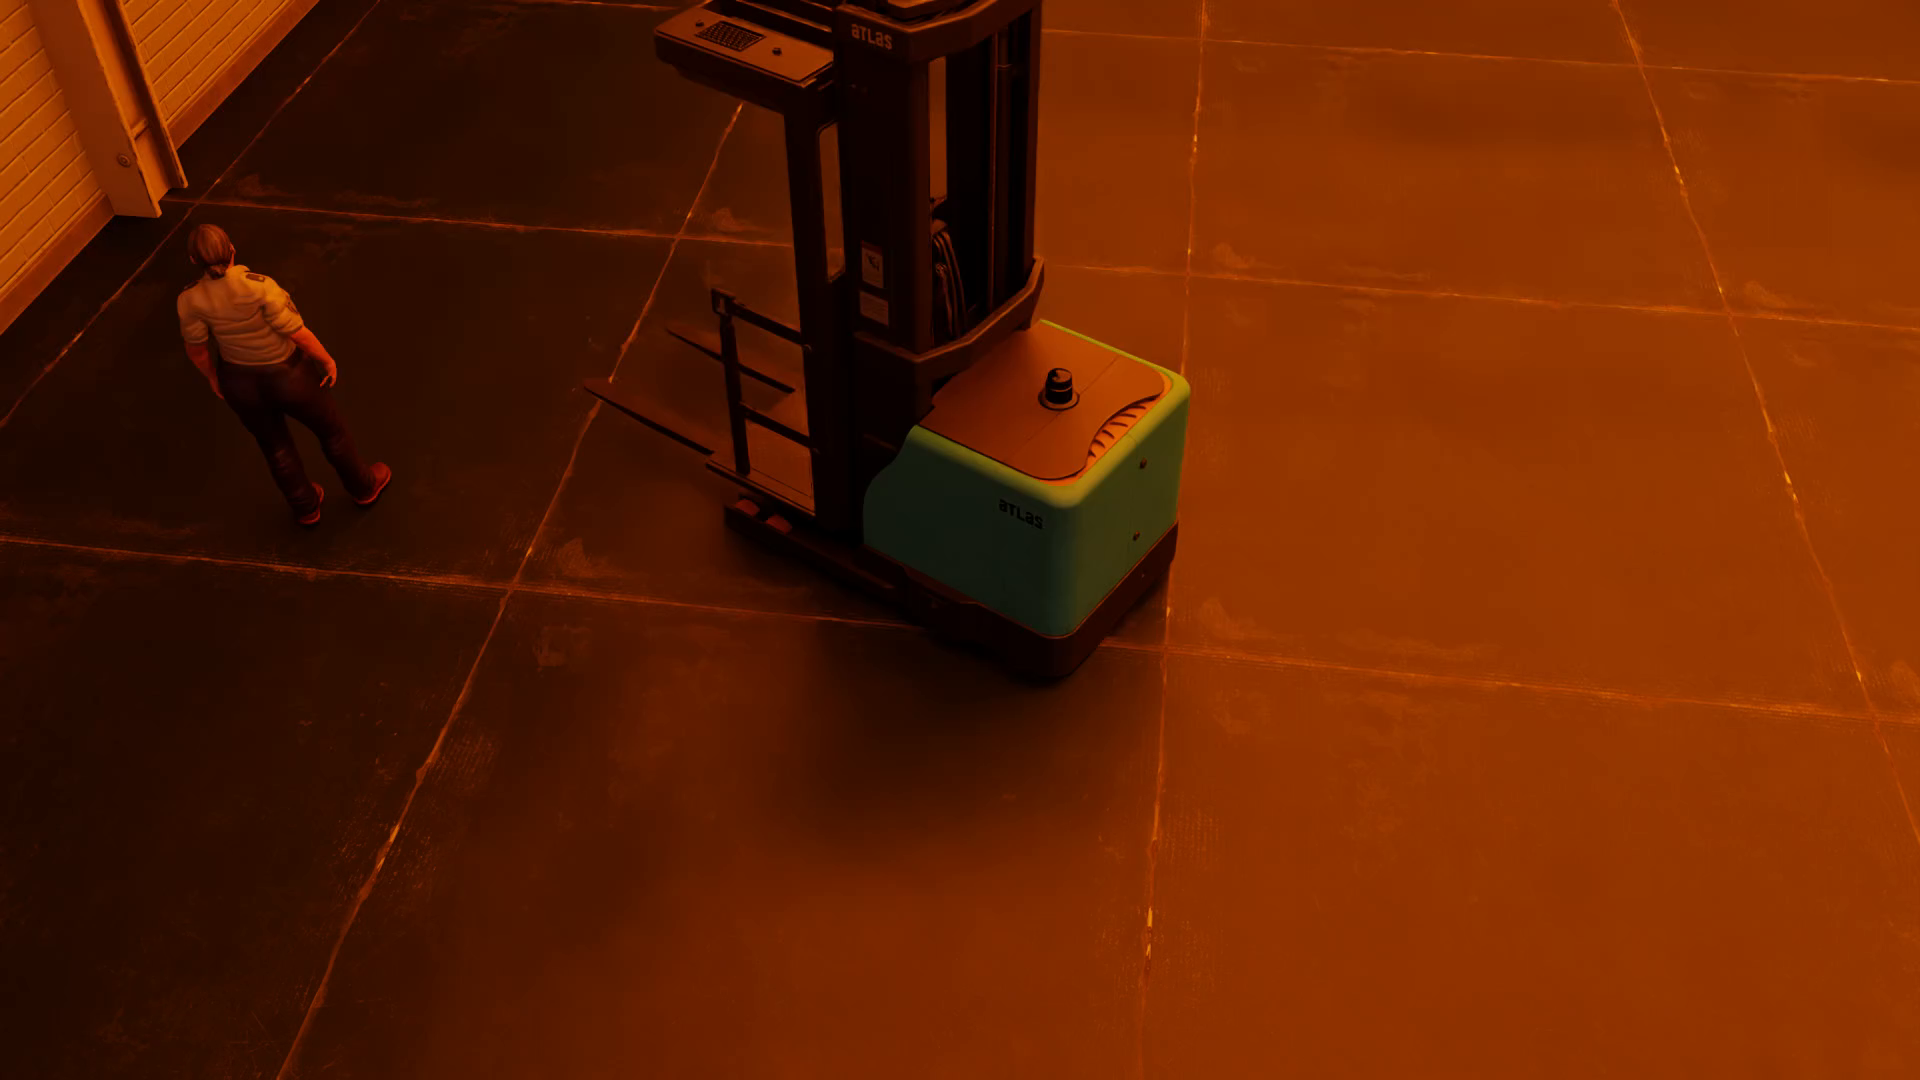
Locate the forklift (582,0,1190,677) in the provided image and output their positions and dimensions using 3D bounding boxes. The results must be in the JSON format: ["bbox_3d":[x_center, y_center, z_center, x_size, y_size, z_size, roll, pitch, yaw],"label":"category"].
[{"bbox_3d":[-0.498,-1.294,7.133,3.031,2.935,1.130,26,49,26],"label":"forklift"}]

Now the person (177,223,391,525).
[{"bbox_3d":[-3.084,-0.778,7.510,0.596,1.650,0.504,-5,43,-5],"label":"person"}]
